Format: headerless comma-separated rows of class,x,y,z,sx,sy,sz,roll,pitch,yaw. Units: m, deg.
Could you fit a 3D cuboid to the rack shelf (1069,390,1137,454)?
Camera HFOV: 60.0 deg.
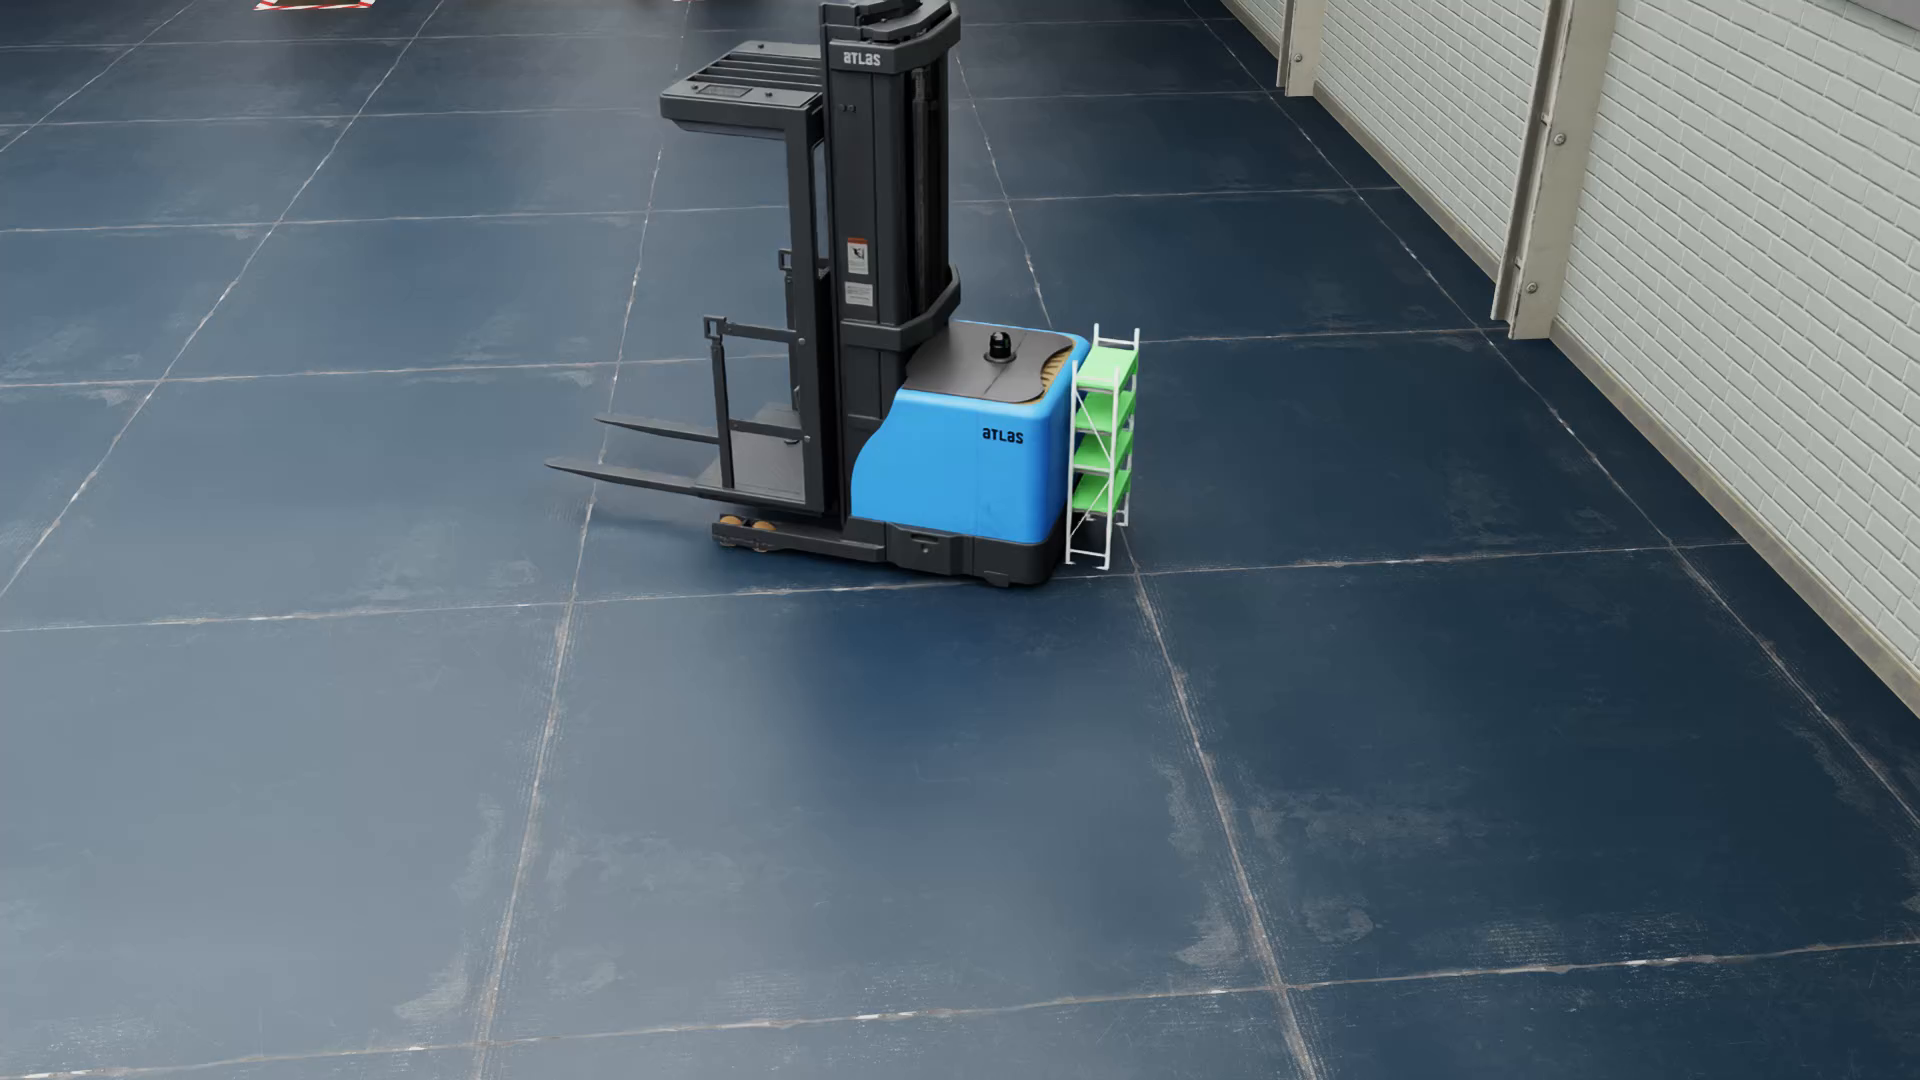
rack shelf,0.760,-0.644,8.815,0.258,0.148,0.480,9,32,14

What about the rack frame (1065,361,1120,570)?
rack frame,0.689,-0.374,8.705,0.240,1.200,0.015,9,32,14

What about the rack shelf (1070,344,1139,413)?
rack shelf,0.760,-0.850,8.692,0.258,0.148,0.480,9,32,14

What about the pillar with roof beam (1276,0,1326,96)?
pillar with roof beam,-0.872,-8.227,14.249,9.100,9.000,0.400,-3,31,-5

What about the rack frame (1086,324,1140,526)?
rack frame,0.831,-0.613,9.106,0.240,1.200,0.015,9,32,14

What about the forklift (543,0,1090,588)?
forklift,-0.855,-1.438,8.800,3.031,2.935,1.130,9,32,15

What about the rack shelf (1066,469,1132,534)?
rack shelf,0.760,-0.232,9.062,0.258,0.148,0.480,9,32,14

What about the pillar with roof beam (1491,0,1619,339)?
pillar with roof beam,-0.311,-5.164,9.120,9.100,9.000,0.400,-3,31,-5

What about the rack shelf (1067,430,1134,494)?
rack shelf,0.760,-0.438,8.938,0.258,0.148,0.480,9,32,14

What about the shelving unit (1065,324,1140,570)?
shelving unit,0.760,-0.493,8.906,0.258,1.200,0.503,9,32,14
